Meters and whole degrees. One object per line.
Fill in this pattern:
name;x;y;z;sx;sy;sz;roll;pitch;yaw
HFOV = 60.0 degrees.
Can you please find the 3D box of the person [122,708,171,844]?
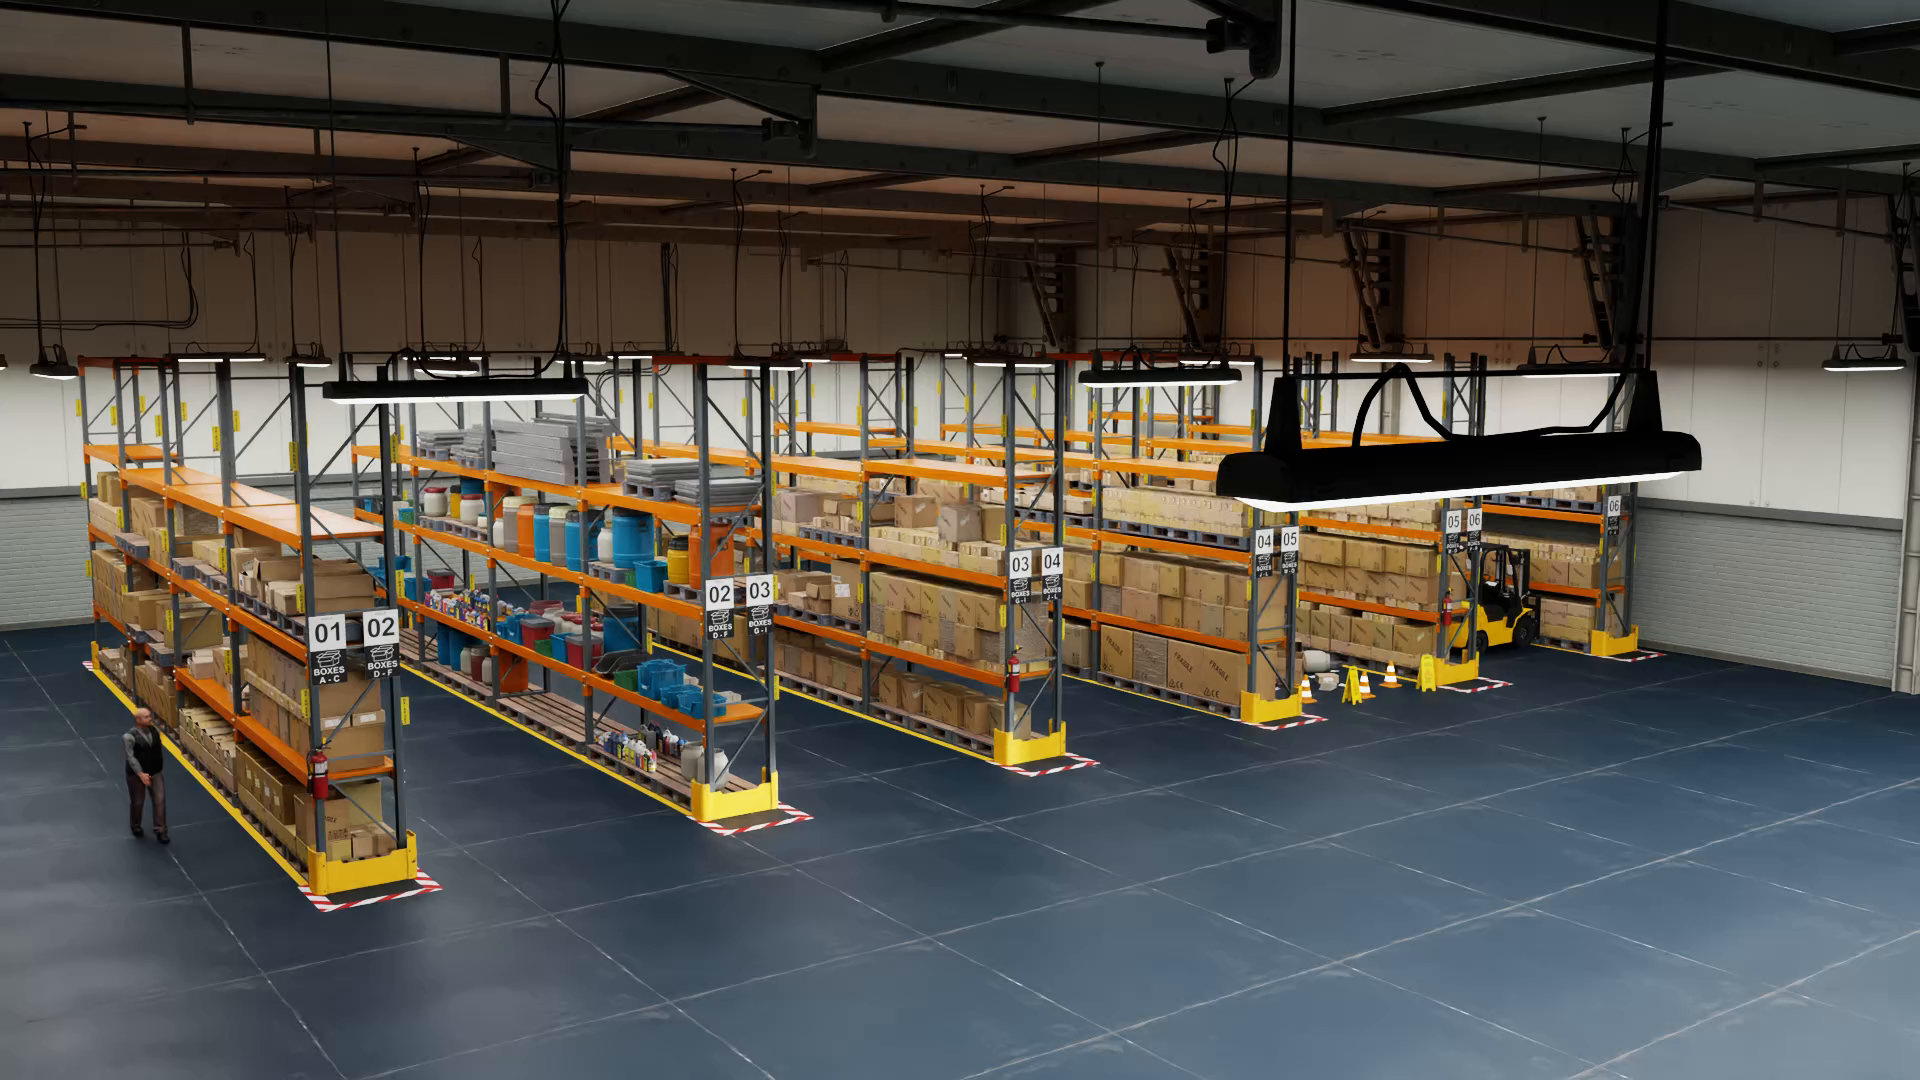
person;-10.264;2.949;20.997;0.967;1.665;0.504;7;10;43
